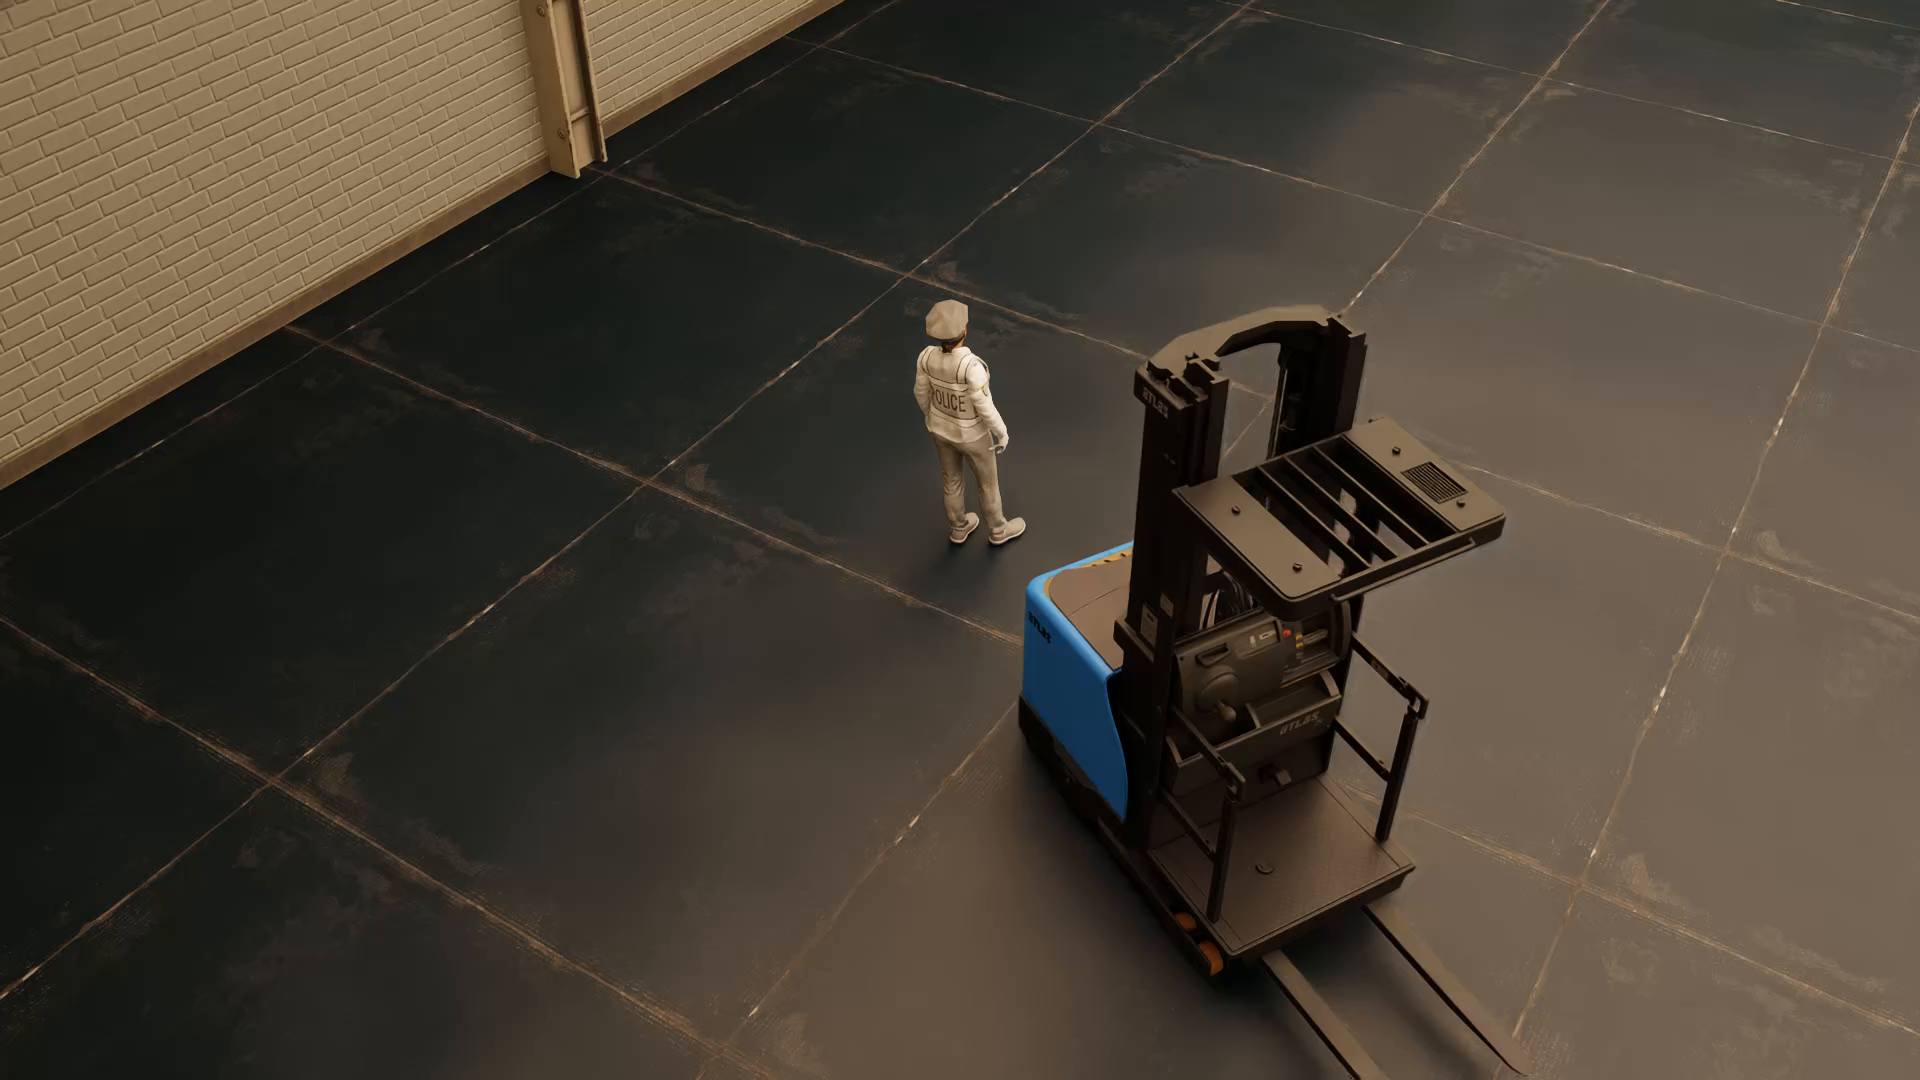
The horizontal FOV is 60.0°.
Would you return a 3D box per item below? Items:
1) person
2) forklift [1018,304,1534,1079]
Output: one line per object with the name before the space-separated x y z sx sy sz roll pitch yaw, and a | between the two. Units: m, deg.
person | 0.042 -0.687 9.723 0.588 1.695 0.531 22 45 24
forklift | 1.463 0.589 7.272 1.130 2.935 3.031 -19 44 -21
